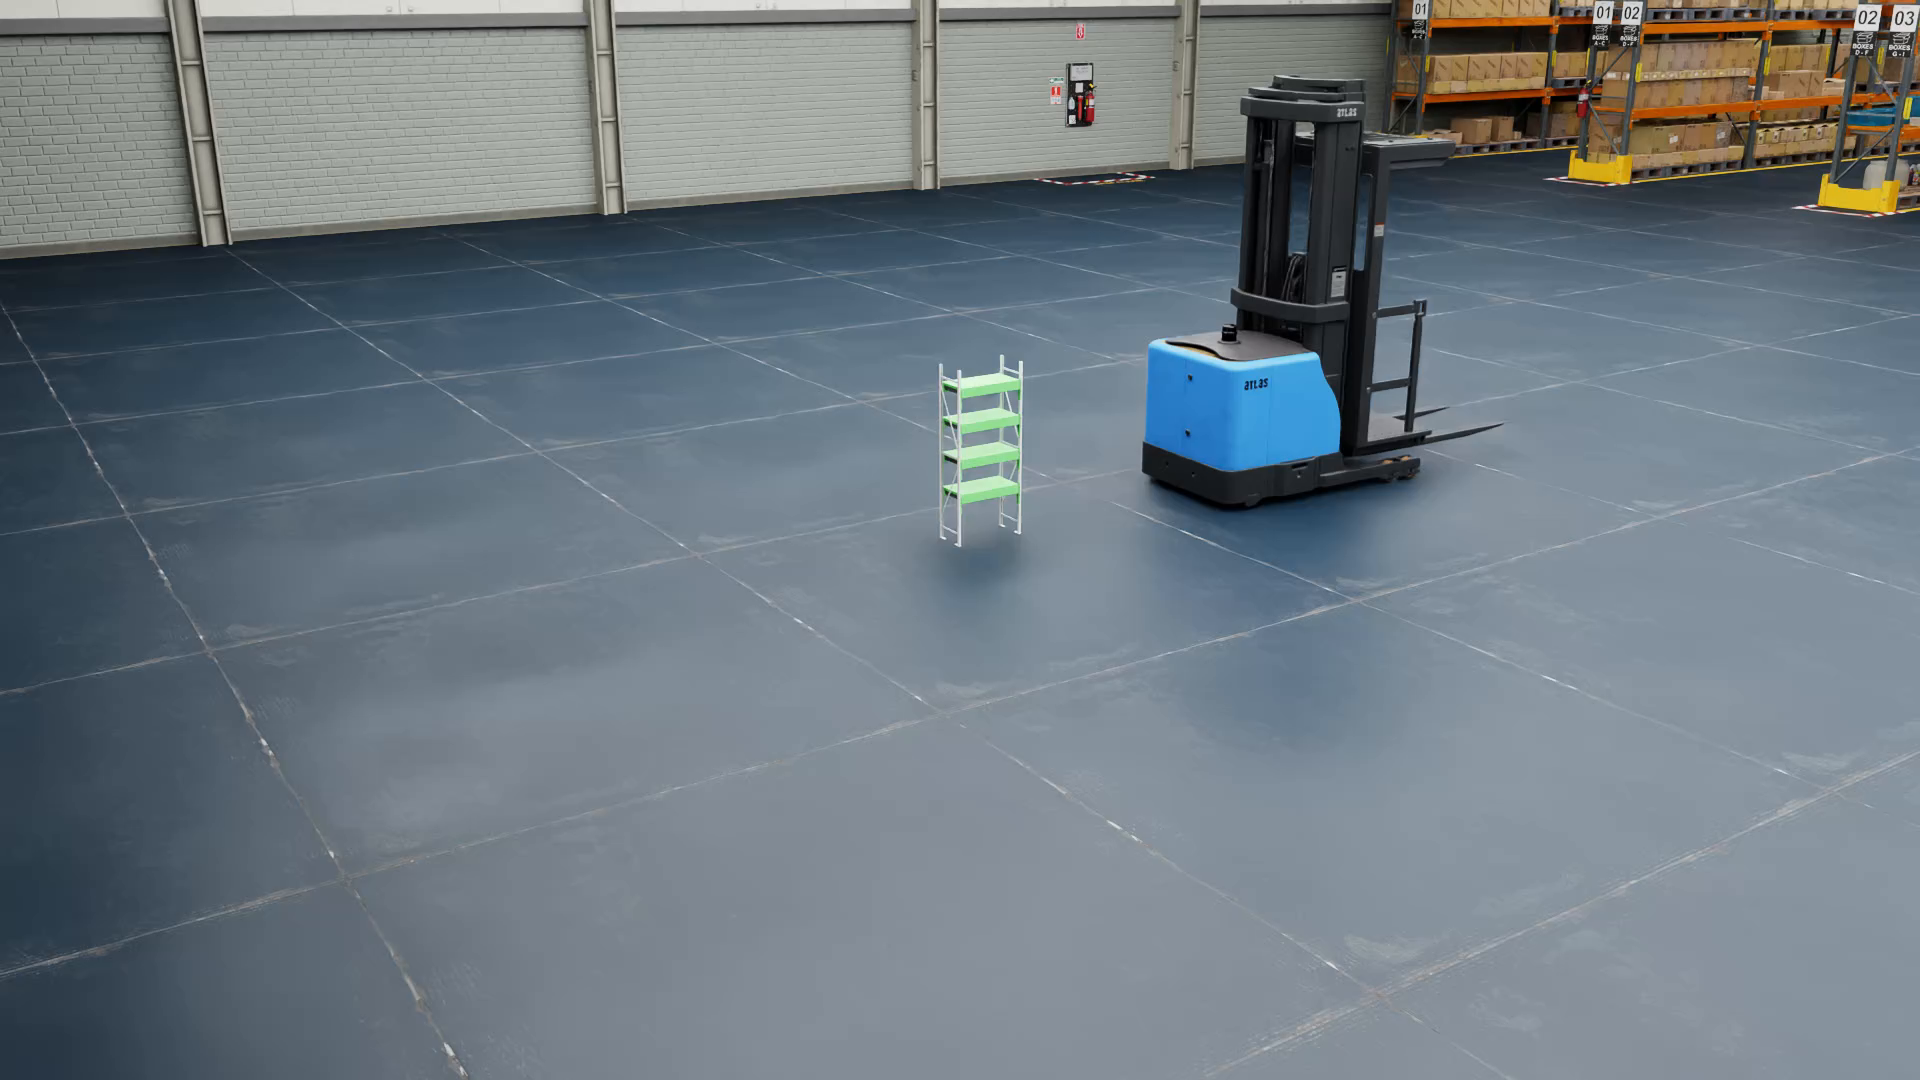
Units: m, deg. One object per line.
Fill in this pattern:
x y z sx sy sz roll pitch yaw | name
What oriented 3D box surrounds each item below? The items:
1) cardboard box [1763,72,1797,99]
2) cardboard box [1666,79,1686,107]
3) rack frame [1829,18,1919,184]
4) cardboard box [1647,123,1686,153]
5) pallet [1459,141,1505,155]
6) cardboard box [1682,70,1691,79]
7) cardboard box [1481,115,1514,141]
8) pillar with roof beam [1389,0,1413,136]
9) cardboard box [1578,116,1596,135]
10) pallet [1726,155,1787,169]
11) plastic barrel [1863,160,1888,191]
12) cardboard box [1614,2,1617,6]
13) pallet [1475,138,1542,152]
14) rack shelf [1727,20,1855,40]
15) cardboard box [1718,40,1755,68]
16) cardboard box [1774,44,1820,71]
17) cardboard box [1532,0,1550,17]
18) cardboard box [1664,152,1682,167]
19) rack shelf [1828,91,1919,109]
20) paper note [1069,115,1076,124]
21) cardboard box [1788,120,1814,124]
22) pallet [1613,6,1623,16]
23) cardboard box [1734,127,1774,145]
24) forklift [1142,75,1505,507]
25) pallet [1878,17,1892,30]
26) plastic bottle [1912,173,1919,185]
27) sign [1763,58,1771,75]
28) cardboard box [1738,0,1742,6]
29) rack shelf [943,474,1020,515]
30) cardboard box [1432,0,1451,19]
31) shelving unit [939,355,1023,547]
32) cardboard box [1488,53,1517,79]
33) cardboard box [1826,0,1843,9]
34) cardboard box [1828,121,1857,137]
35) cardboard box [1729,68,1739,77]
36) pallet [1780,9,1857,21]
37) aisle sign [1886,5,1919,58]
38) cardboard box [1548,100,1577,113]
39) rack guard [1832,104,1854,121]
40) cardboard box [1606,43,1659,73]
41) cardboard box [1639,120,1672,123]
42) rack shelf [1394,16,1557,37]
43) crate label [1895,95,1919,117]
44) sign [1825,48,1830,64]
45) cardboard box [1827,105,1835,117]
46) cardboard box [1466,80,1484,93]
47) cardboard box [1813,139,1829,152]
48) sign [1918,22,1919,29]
16.462 -9.175 33.544 0.500 0.500 0.500 -10 21 -28 | cardboard box
13.282 -8.505 31.563 0.500 0.500 0.700 -12 22 -31 | cardboard box
14.752 -6.874 26.893 0.127 3.000 1.000 -12 22 -31 | rack frame
13.428 -7.666 31.703 0.500 0.500 0.500 -12 22 -31 | cardboard box
11.083 -8.563 36.245 1.213 0.211 1.003 -12 22 -31 | pallet
13.552 -8.793 31.401 0.250 0.149 0.380 -12 22 -32 | cardboard box
11.799 -9.059 36.573 0.500 0.500 0.500 -14 23 -35 | cardboard box
11.780 -11.569 31.414 0.400 9.000 9.100 -12 22 -31 | pillar with roof beam
14.102 -9.570 38.085 0.500 0.500 0.700 -12 22 -31 | cardboard box
15.966 -7.723 33.759 1.213 0.211 1.003 -12 22 -31 | pallet
15.260 -6.030 27.628 0.421 0.512 0.421 0 19 0 | plastic barrel
14.851 -12.209 37.797 0.637 0.503 0.797 -9 20 -24 | cardboard box
12.103 -8.779 36.884 1.213 0.211 1.003 -12 22 -31 | pallet
17.042 -10.336 33.575 4.000 0.370 1.077 -12 22 -31 | rack shelf
15.005 -9.486 32.438 0.500 0.500 0.700 -12 22 -31 | cardboard box
21.003 -12.128 41.968 0.700 0.700 0.980 -13 23 -34 | cardboard box
12.356 -11.550 35.856 0.500 0.500 0.500 -11 22 -30 | cardboard box
13.435 -7.308 31.814 0.500 0.250 0.500 -12 22 -31 | cardboard box
20.383 -9.620 36.139 4.000 0.370 1.077 -12 22 -31 | rack shelf
2.131 -7.966 31.500 0.142 0.148 0.016 -12 22 -31 | paper note
17.680 -8.662 34.944 0.500 0.311 0.500 -13 22 -33 | cardboard box
14.083 -11.824 37.145 1.003 0.211 1.213 -12 22 -31 | pallet
15.854 -8.072 33.200 0.500 0.311 0.500 -12 22 -31 | cardboard box
2.899 -1.955 12.452 3.031 2.935 1.130 -11 22 -29 | forklift
15.497 -8.325 26.796 1.213 0.211 1.003 -12 22 -31 | pallet
16.471 -6.229 28.667 0.097 0.201 0.097 0 19 0 | plastic bottle
15.678 -9.203 32.308 0.005 0.325 0.100 -12 22 -31 | sign
14.806 -10.619 32.258 0.500 0.500 0.500 -10 21 -27 | cardboard box
0.138 -0.310 11.236 0.480 0.148 0.258 -12 22 -31 | rack shelf
9.720 -10.993 34.208 0.500 0.500 0.500 -11 22 -30 | cardboard box
0.138 -0.598 11.139 0.503 1.200 0.258 -12 22 -31 | shelving unit
11.579 -10.181 35.707 0.500 0.500 0.500 -13 22 -33 | cardboard box
17.453 -10.867 33.601 0.500 0.250 0.500 -12 22 -32 | cardboard box
18.411 -8.612 34.798 0.500 0.311 0.500 -11 22 -30 | cardboard box
14.838 -9.063 32.201 0.250 0.149 0.380 -13 22 -33 | cardboard box
17.263 -10.599 33.523 1.213 0.211 1.003 -11 21 -29 | pallet
14.853 -8.014 26.207 0.004 0.787 0.394 -12 22 -31 | aisle sign
13.616 -9.820 37.654 0.500 0.250 0.500 -12 22 -33 | cardboard box
22.686 -11.162 43.480 0.348 0.500 1.175 -12 22 -31 | rack guard
12.472 -8.949 30.851 0.500 0.500 0.700 -12 22 -31 | cardboard box
13.561 -7.893 32.374 0.500 0.500 0.500 -12 22 -31 | cardboard box
10.974 -10.956 35.408 4.000 0.370 1.077 -12 22 -31 | rack shelf
16.141 -7.287 28.060 0.616 0.435 0.502 -12 22 -31 | crate label
18.406 -10.263 35.234 0.005 0.325 0.100 -12 22 -31 | sign
22.137 -11.207 42.957 0.500 0.500 0.700 -12 22 -31 | cardboard box
10.740 -9.646 35.298 0.500 0.250 0.500 -12 22 -32 | cardboard box
17.557 -8.167 34.357 0.500 0.250 0.500 -11 22 -30 | cardboard box
15.051 -8.151 25.974 0.005 0.325 0.100 -12 22 -31 | sign
